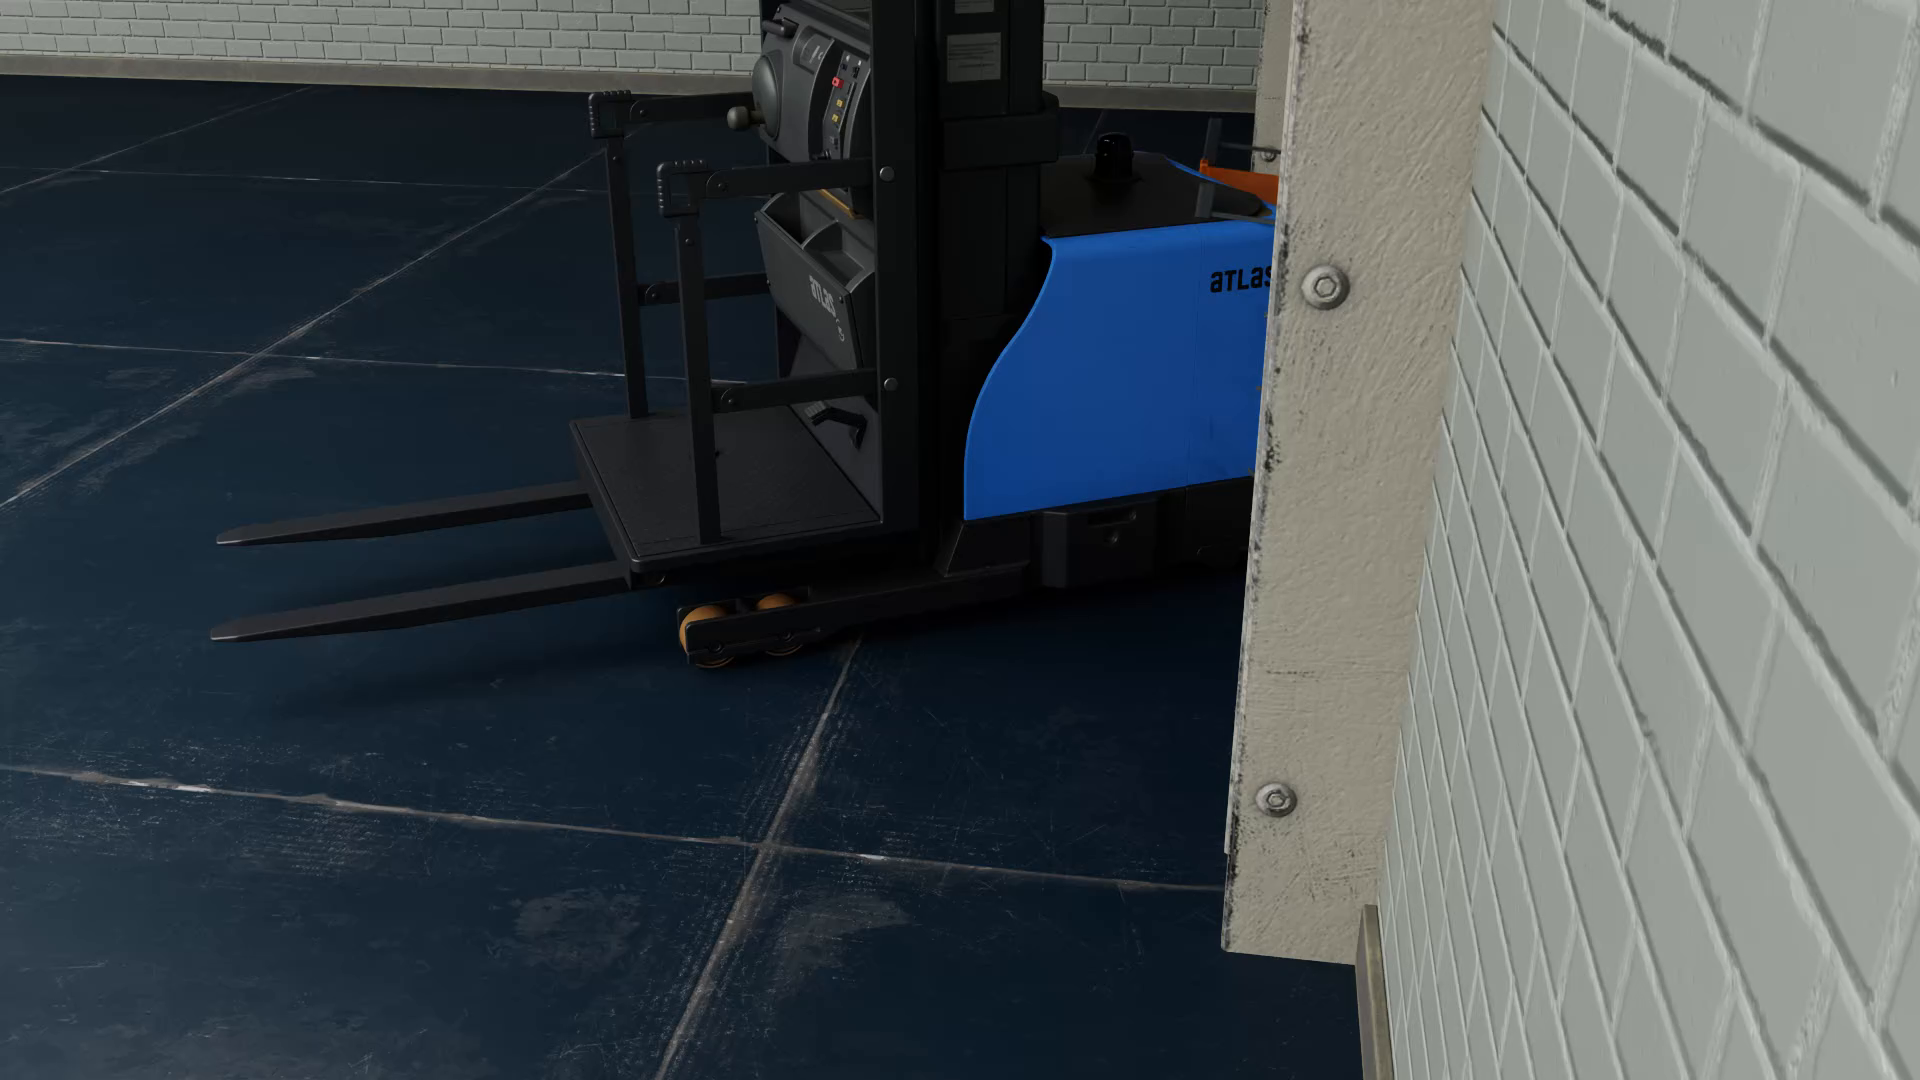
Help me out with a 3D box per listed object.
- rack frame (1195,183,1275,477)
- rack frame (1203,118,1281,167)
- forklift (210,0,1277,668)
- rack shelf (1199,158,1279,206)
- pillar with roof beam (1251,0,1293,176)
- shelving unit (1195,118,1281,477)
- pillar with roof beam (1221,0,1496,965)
[{"bbox_3d":[0.853,-0.438,4.806,0.500,1.125,0.032,9,25,6],"label":"rack frame"},{"bbox_3d":[1.016,-0.851,5.720,0.500,1.125,0.032,9,25,6],"label":"rack frame"},{"bbox_3d":[-0.589,-1.233,4.427,3.031,2.935,1.130,-9,27,-19],"label":"forklift"},{"bbox_3d":[0.963,-0.908,5.139,0.538,0.278,1.000,9,25,6],"label":"rack shelf"},{"bbox_3d":[-2.542,-6.107,7.682,9.100,9.000,0.400,4,25,9],"label":"pillar with roof beam"},{"bbox_3d":[0.934,-0.645,5.263,0.538,1.125,1.048,9,25,6],"label":"shelving unit"},{"bbox_3d":[-3.522,-3.598,2.321,9.100,9.000,0.400,4,25,9],"label":"pillar with roof beam"}]
